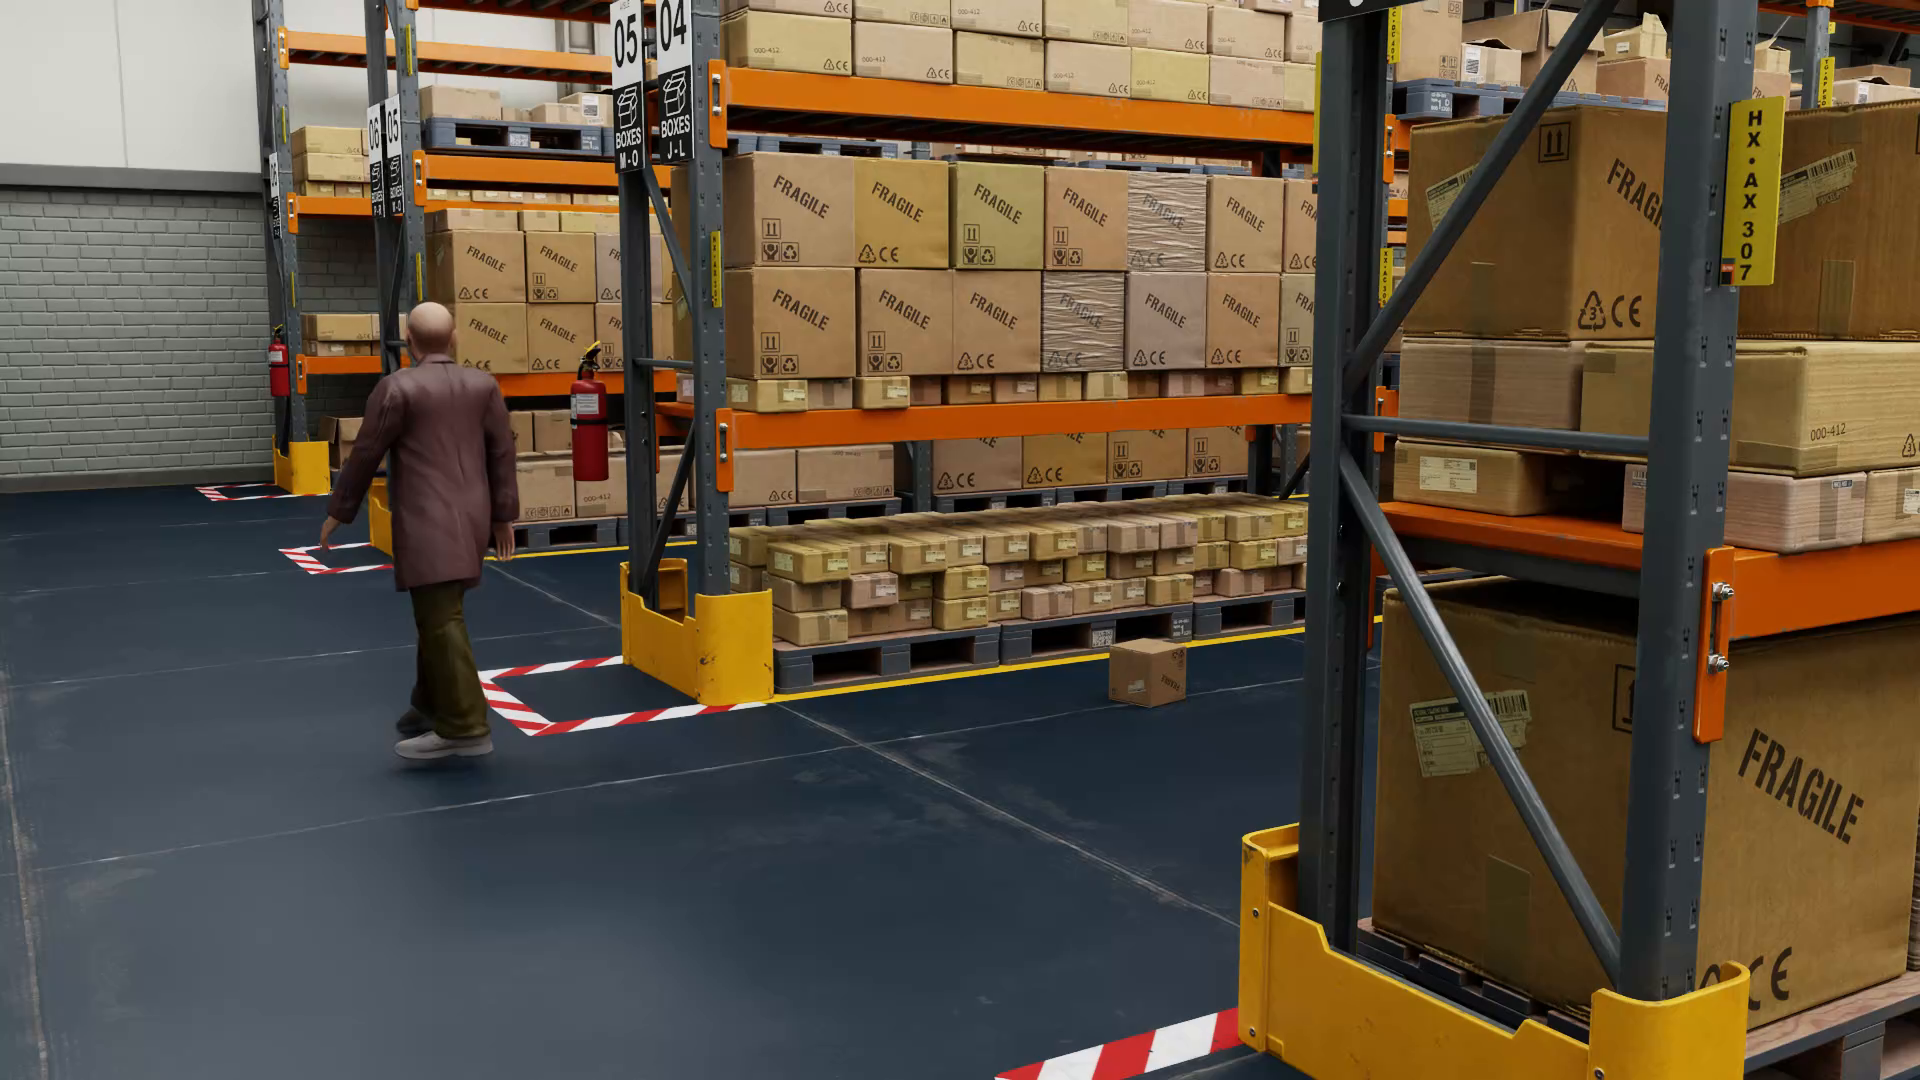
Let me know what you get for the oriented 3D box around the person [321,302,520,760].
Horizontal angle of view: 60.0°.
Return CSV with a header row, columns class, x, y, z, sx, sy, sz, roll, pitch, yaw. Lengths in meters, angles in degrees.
class,x,y,z,sx,sy,sz,roll,pitch,yaw
person,-2.126,-0.041,6.616,0.788,1.794,0.642,5,9,31
